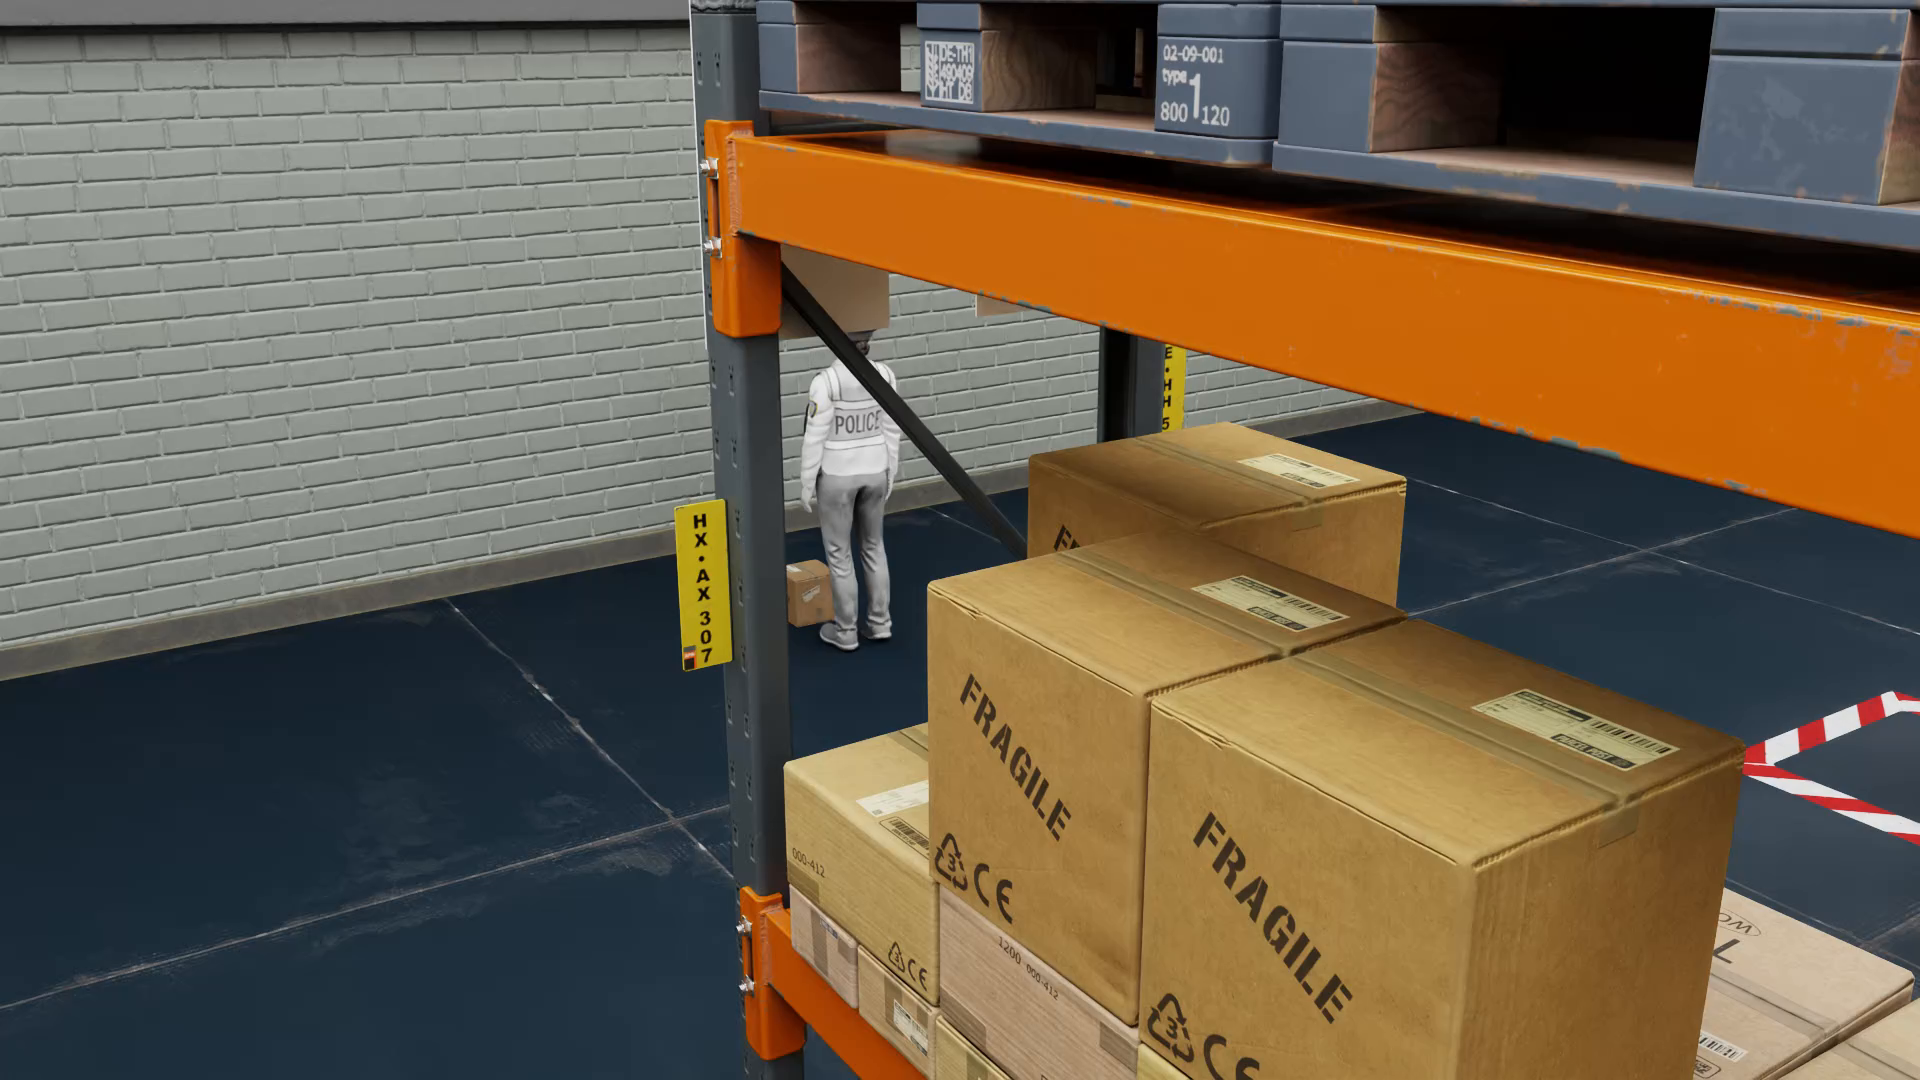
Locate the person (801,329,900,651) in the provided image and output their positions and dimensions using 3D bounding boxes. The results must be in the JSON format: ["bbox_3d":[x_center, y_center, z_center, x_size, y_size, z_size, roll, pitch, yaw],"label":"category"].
[{"bbox_3d":[-0.527,-0.268,7.893,0.490,1.744,0.384,-11,21,-31],"label":"person"}]
